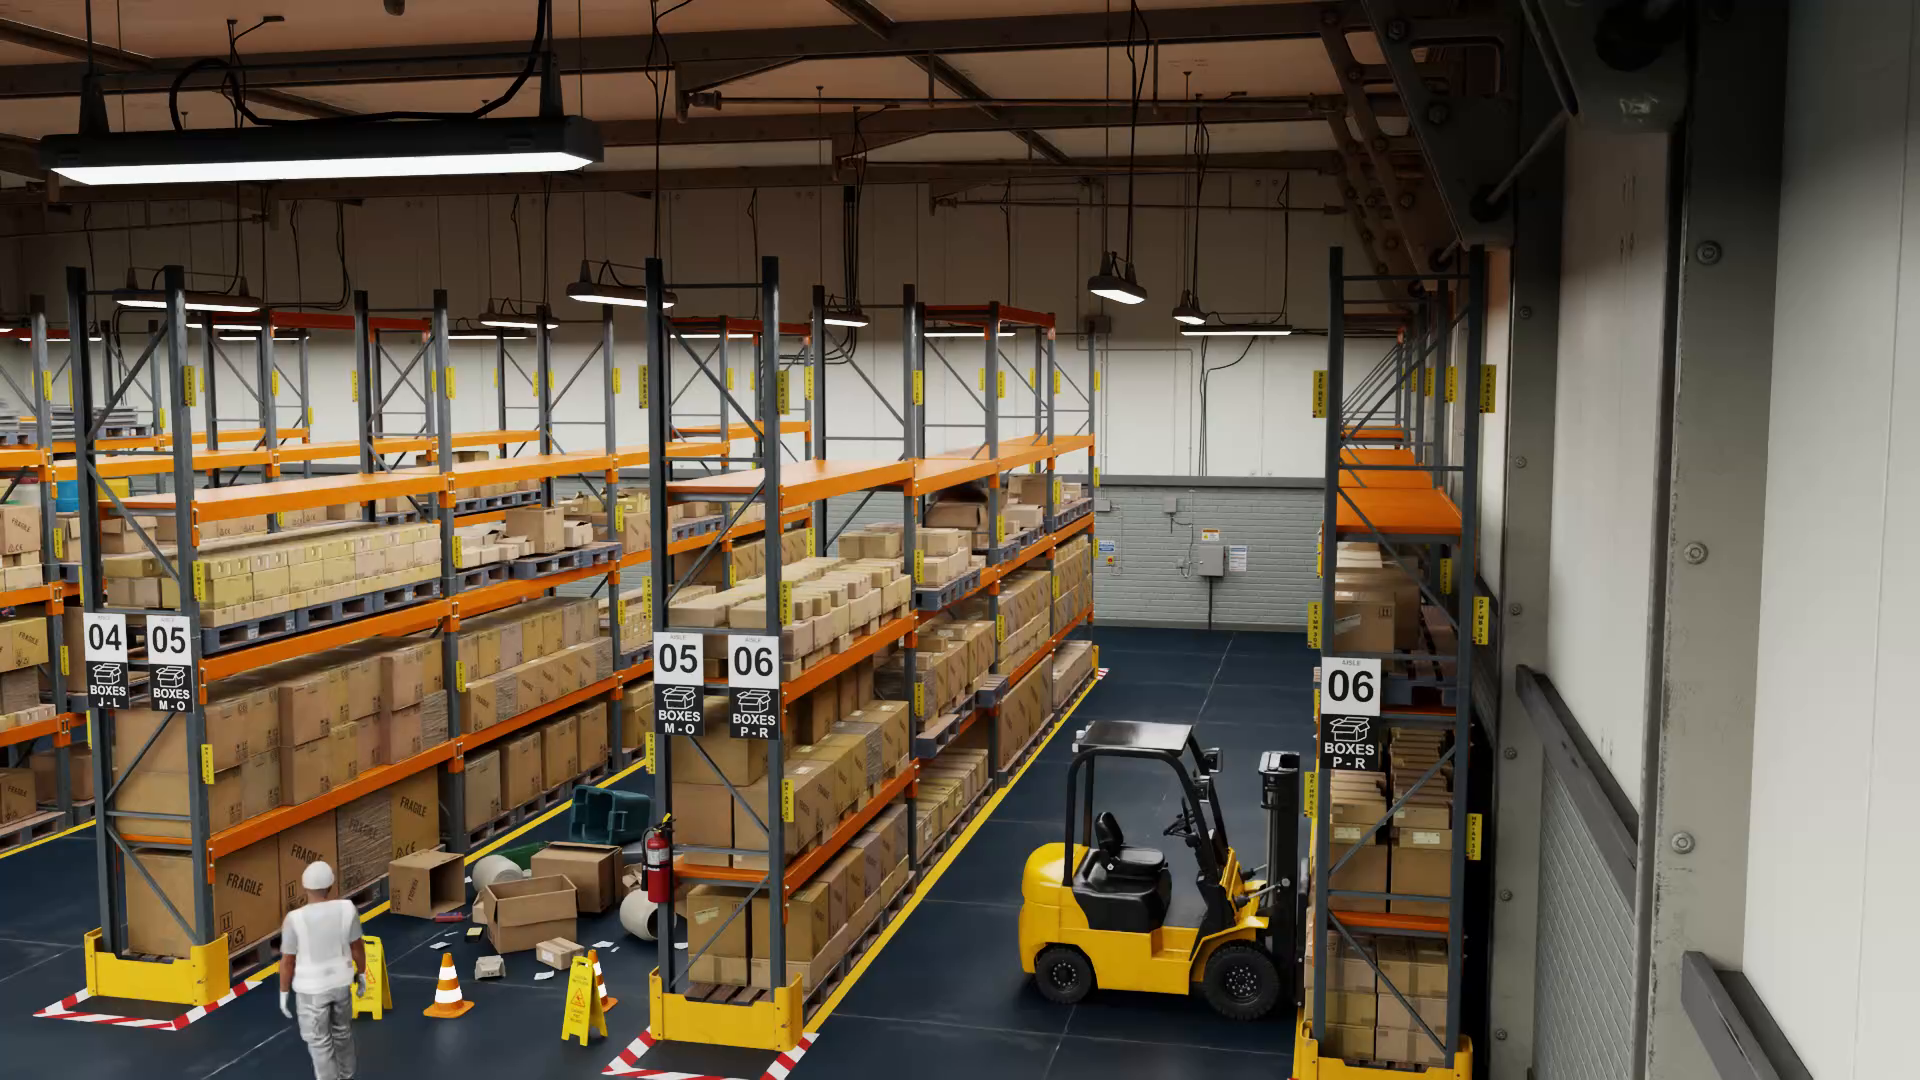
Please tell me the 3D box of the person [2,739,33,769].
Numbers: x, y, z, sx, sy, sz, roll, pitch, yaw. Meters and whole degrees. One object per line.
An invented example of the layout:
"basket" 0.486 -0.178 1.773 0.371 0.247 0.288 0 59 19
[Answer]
"person" -11.654 2.226 20.398 0.628 1.775 0.621 4 7 37

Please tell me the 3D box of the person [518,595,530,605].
"person" -6.927 1.686 26.570 0.307 1.611 0.430 2 6 23

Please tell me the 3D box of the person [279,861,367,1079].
"person" -4.499 3.103 11.649 0.548 1.787 0.623 4 7 34
